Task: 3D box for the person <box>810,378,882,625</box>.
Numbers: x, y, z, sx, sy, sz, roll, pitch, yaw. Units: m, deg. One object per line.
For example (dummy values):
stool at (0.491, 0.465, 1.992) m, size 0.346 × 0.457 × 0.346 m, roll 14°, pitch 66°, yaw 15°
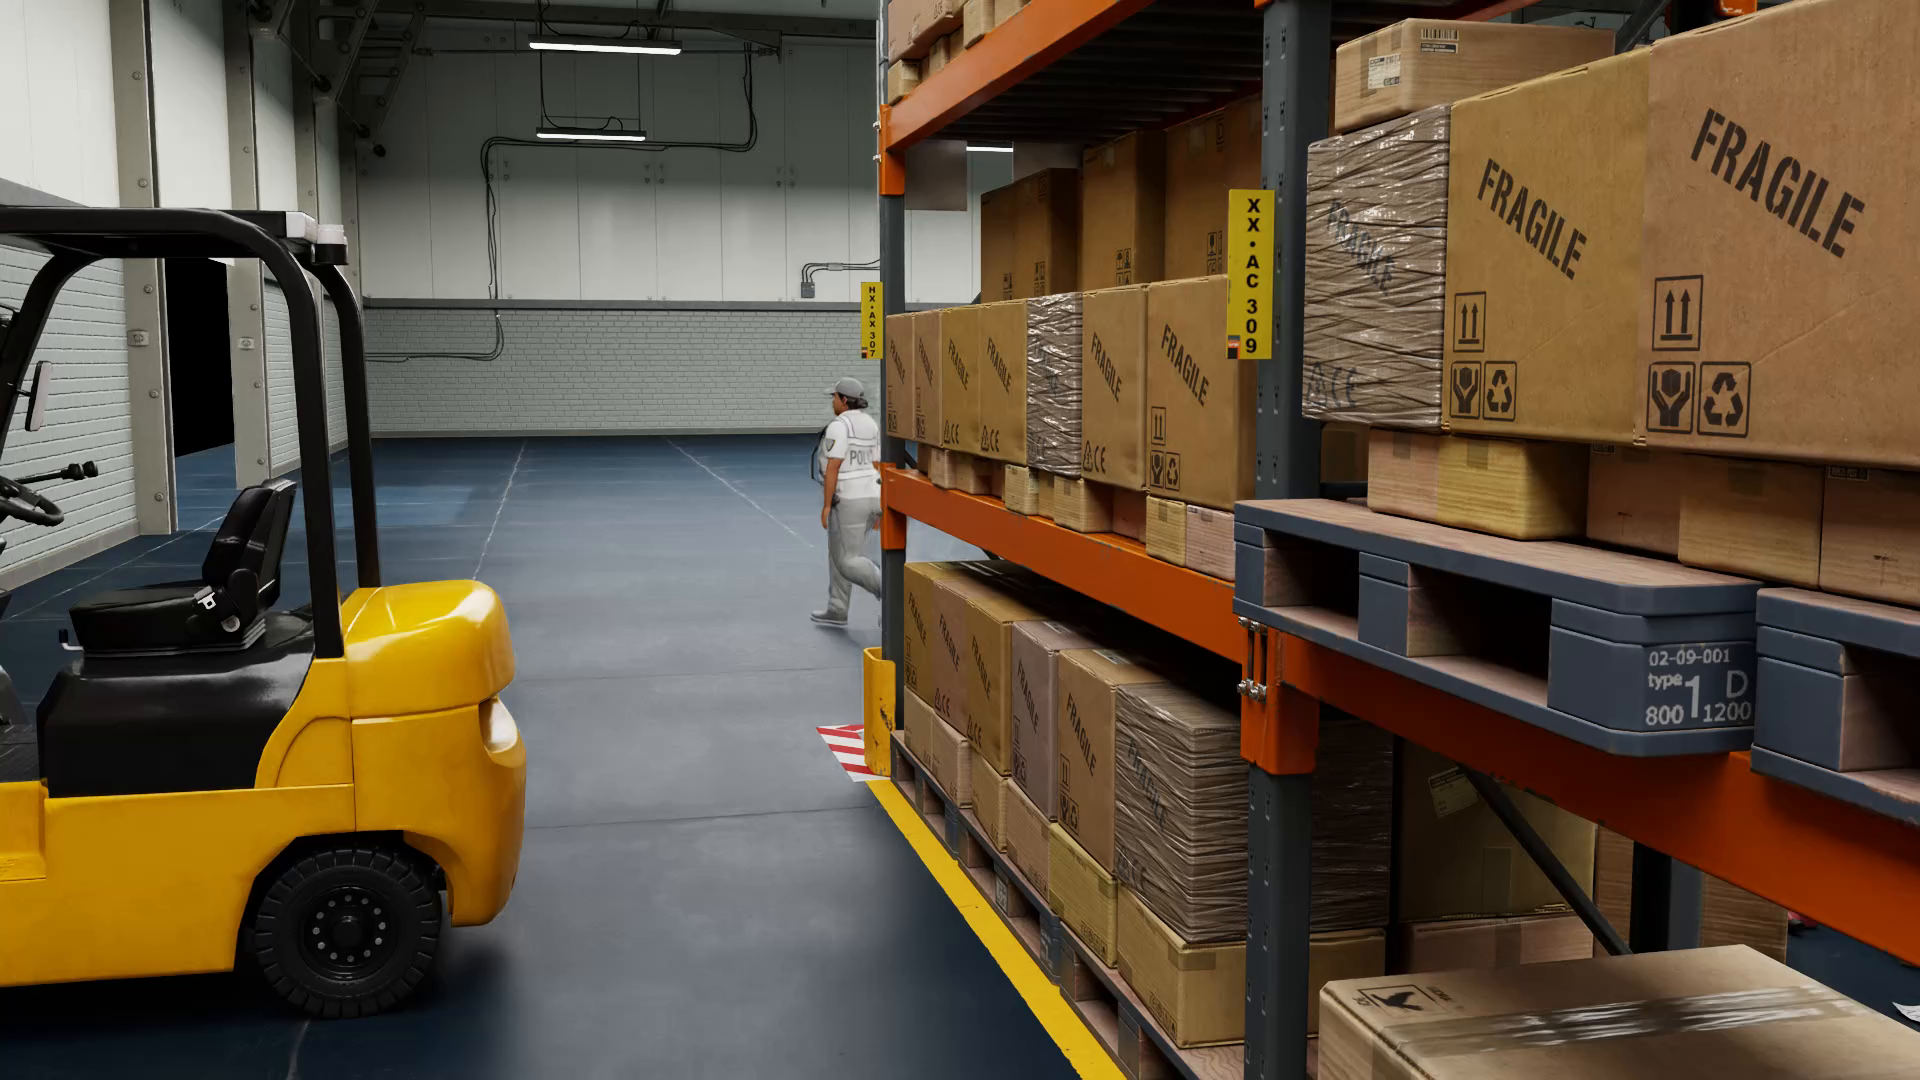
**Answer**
person at (-0.659, -0.235, 10.763) m, size 0.875 × 1.623 × 0.488 m, roll 3°, pitch 7°, yaw 29°
